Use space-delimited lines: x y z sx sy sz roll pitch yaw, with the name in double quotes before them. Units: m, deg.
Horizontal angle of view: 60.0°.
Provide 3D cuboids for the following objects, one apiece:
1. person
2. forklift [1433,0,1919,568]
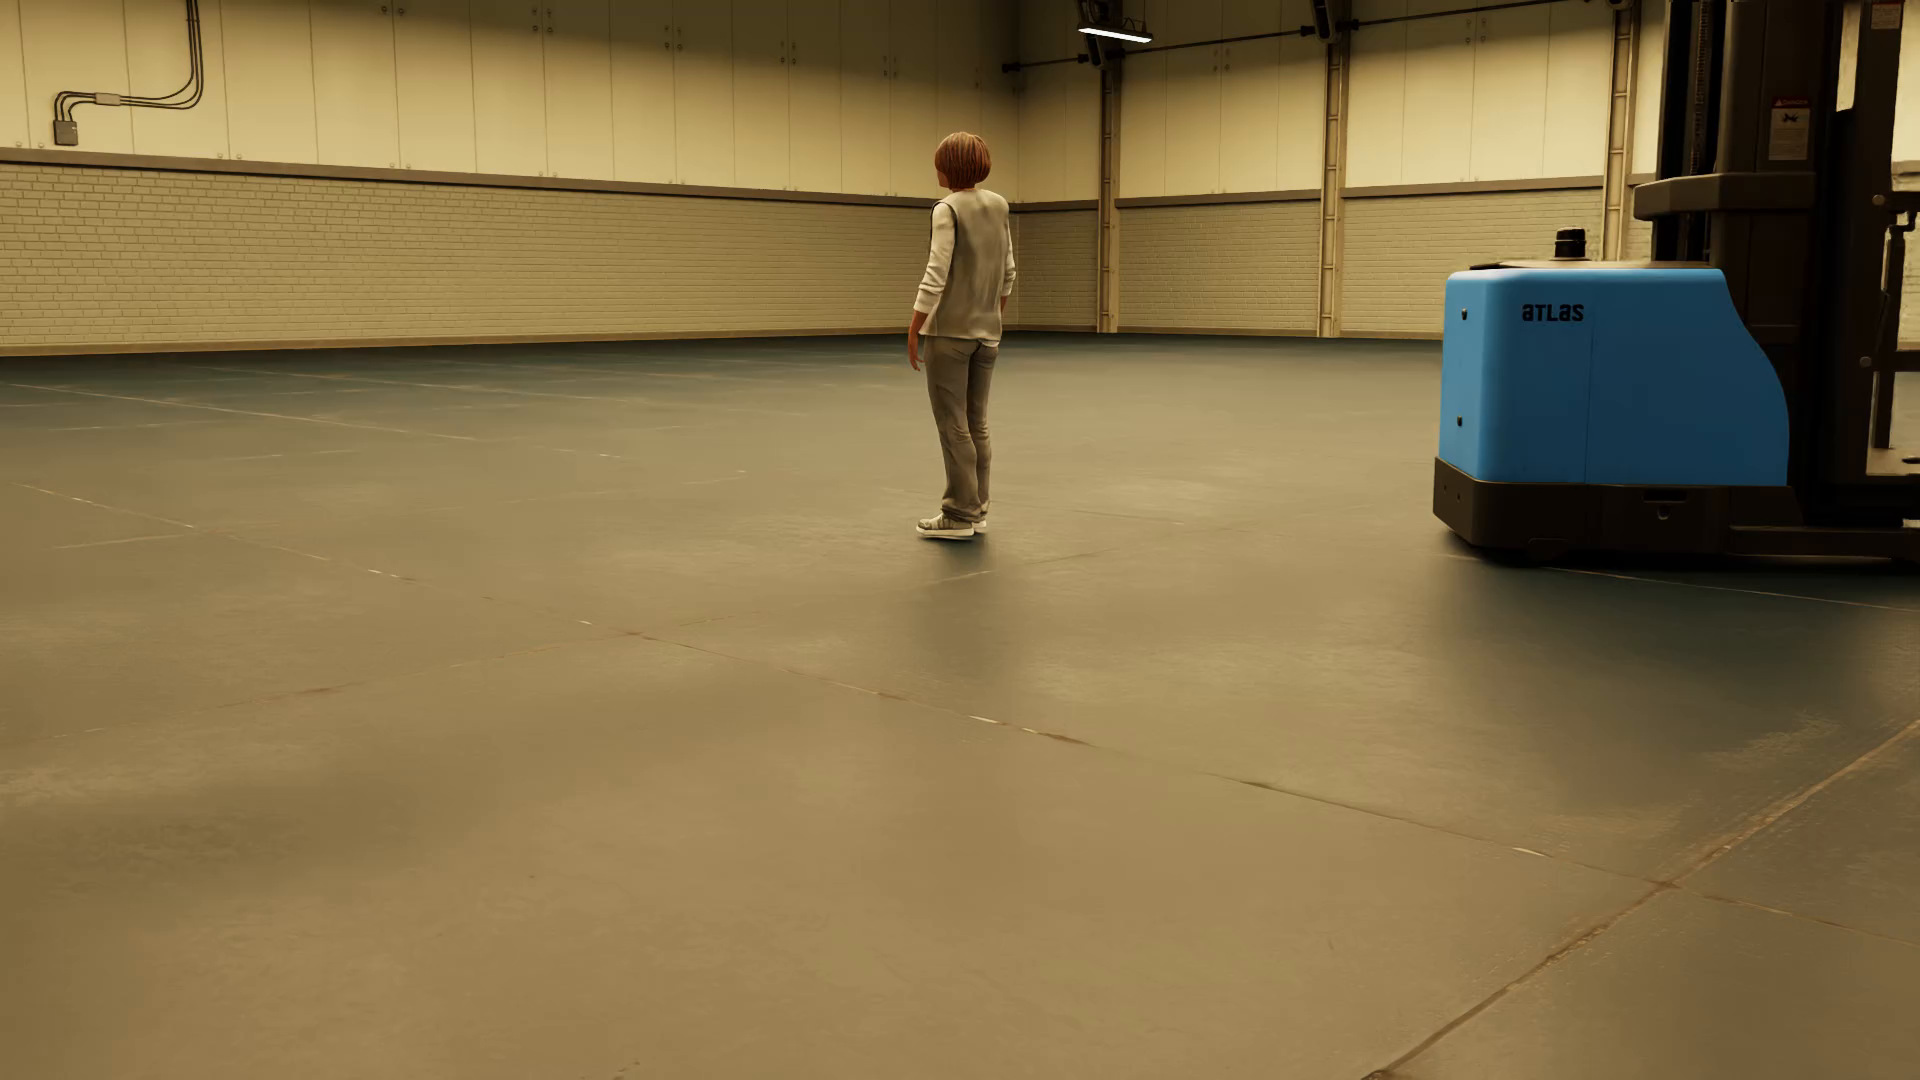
"person" -0.043 -0.806 6.658 0.475 1.597 0.520 8 12 43
"forklift" 3.438 -1.400 6.173 3.031 2.935 1.130 1 9 6
